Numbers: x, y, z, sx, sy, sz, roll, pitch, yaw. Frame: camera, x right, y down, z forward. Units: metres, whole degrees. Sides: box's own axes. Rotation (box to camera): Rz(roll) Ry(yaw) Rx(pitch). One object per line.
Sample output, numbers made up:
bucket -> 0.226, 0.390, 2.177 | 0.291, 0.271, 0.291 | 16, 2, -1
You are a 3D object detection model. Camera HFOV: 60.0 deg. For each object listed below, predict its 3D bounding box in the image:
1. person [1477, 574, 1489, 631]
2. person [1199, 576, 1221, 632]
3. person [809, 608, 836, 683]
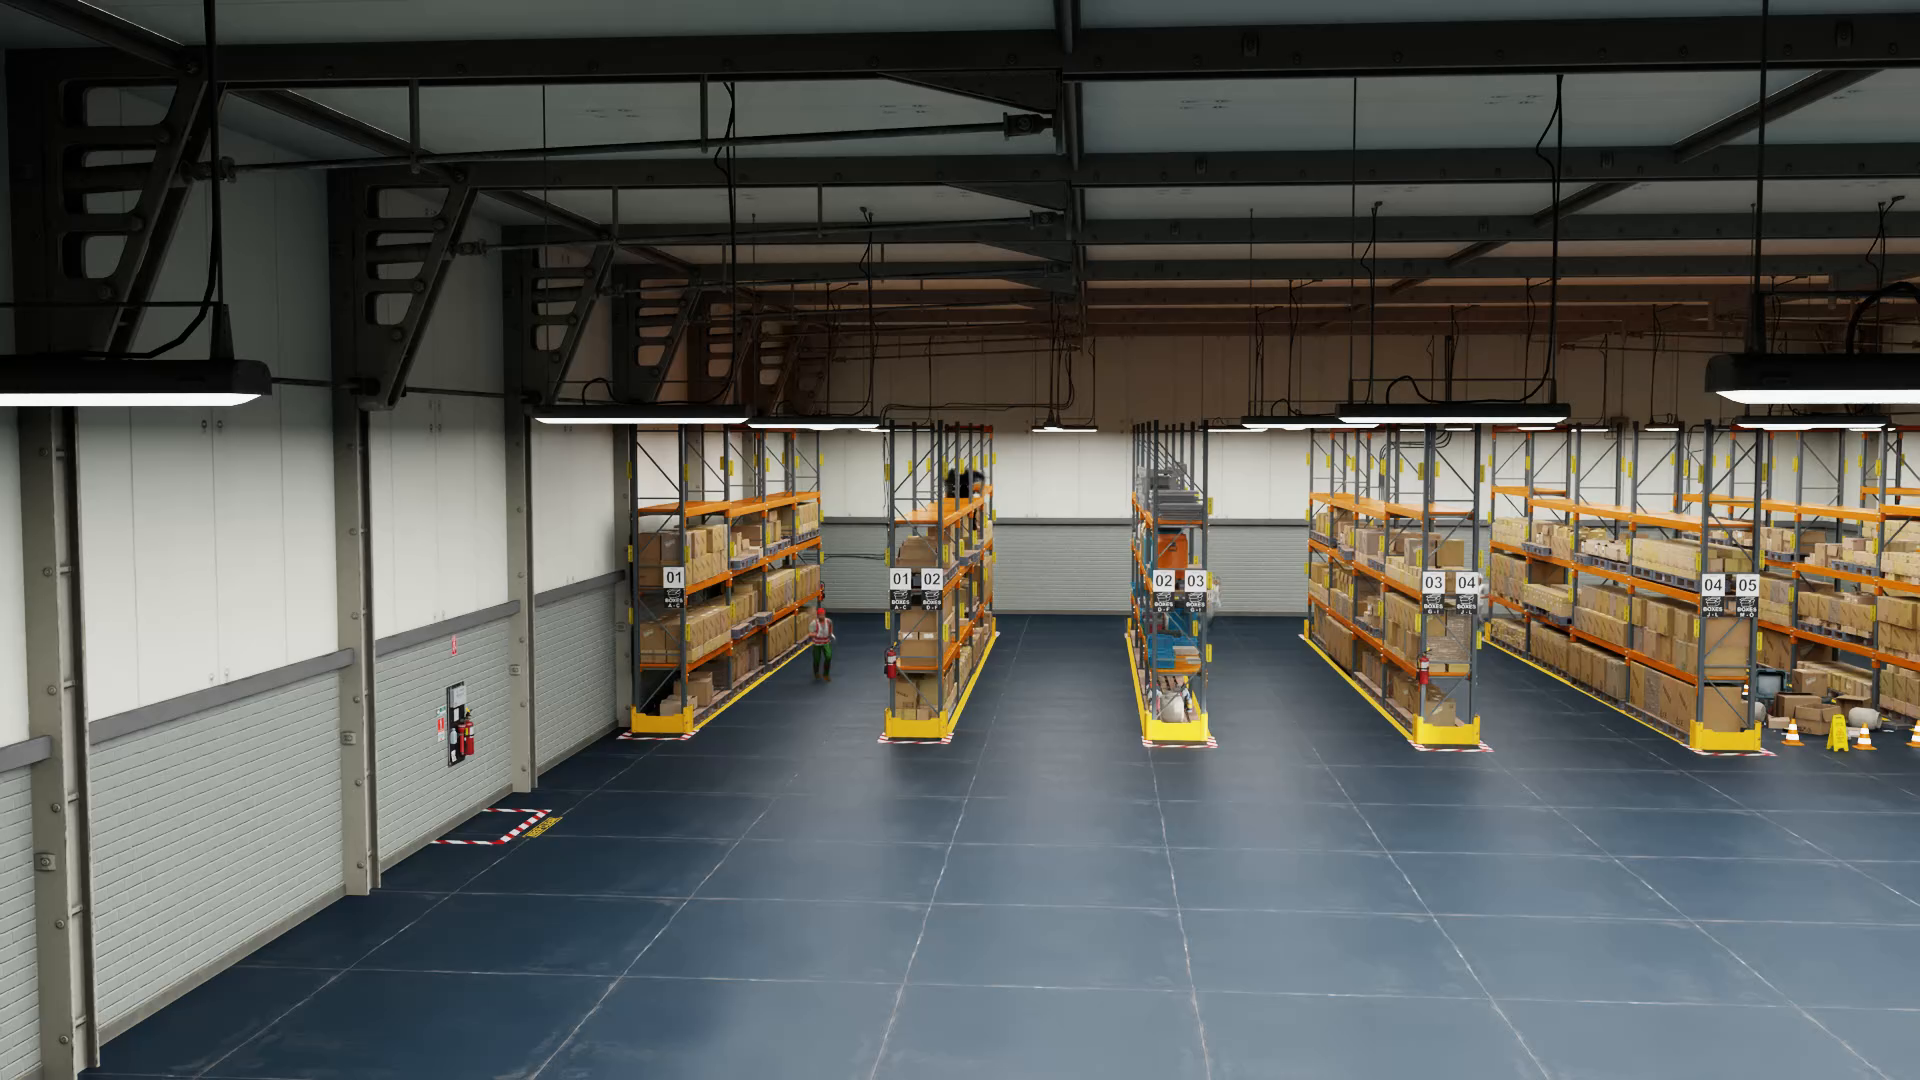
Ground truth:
person -> 14.835, 1.848, 47.580 | 0.914, 1.776, 0.720 | -2, 4, -34
person -> 7.282, 1.868, 48.375 | 0.533, 1.652, 0.630 | 3, 5, 38
person -> -3.191, 2.425, 38.534 | 0.687, 1.736, 0.975 | -1, 4, -15
